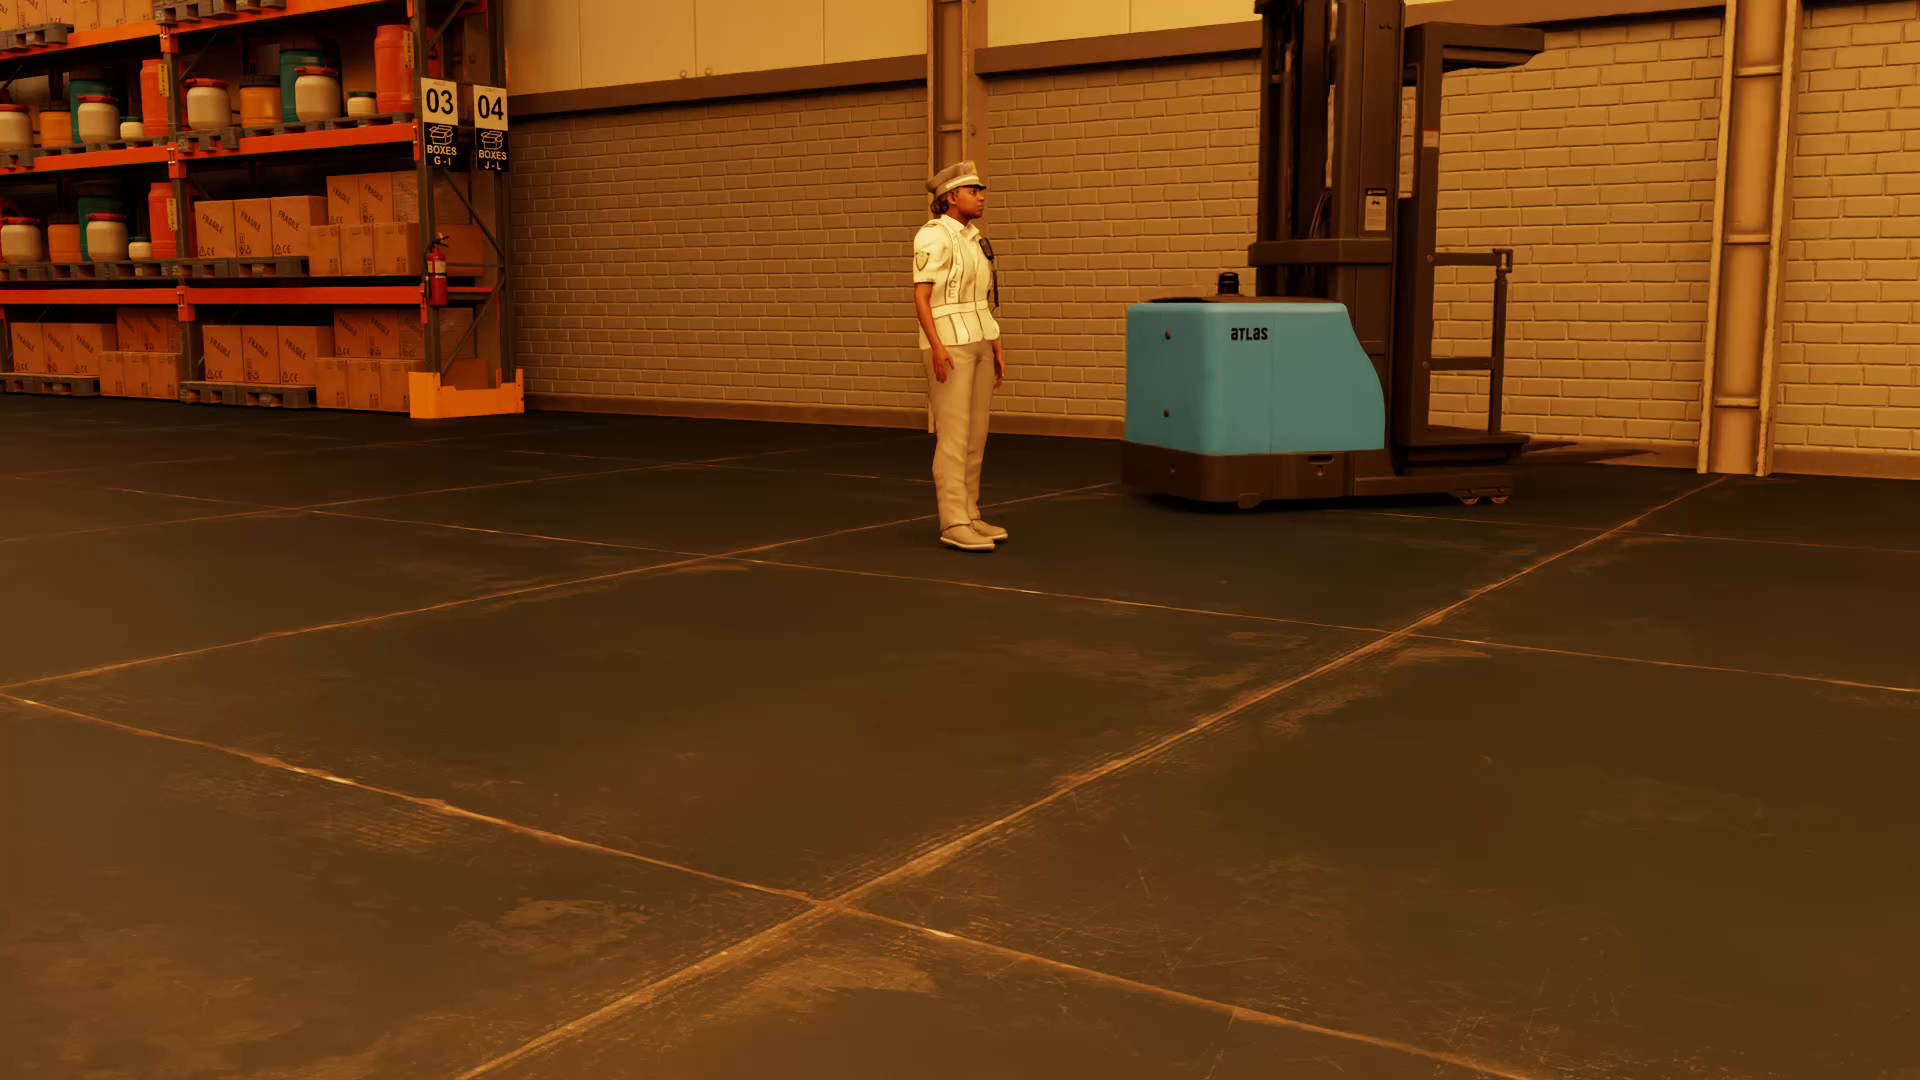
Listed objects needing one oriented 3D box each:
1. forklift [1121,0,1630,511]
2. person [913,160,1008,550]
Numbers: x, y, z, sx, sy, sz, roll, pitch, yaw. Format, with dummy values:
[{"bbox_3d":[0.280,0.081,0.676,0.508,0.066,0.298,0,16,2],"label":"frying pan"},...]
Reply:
[{"bbox_3d":[2.451,-1.719,9.278,3.031,2.935,1.130,-4,9,-26],"label":"forklift"},{"bbox_3d":[0.051,-0.838,7.425,0.530,1.694,0.569,5,10,34],"label":"person"}]
